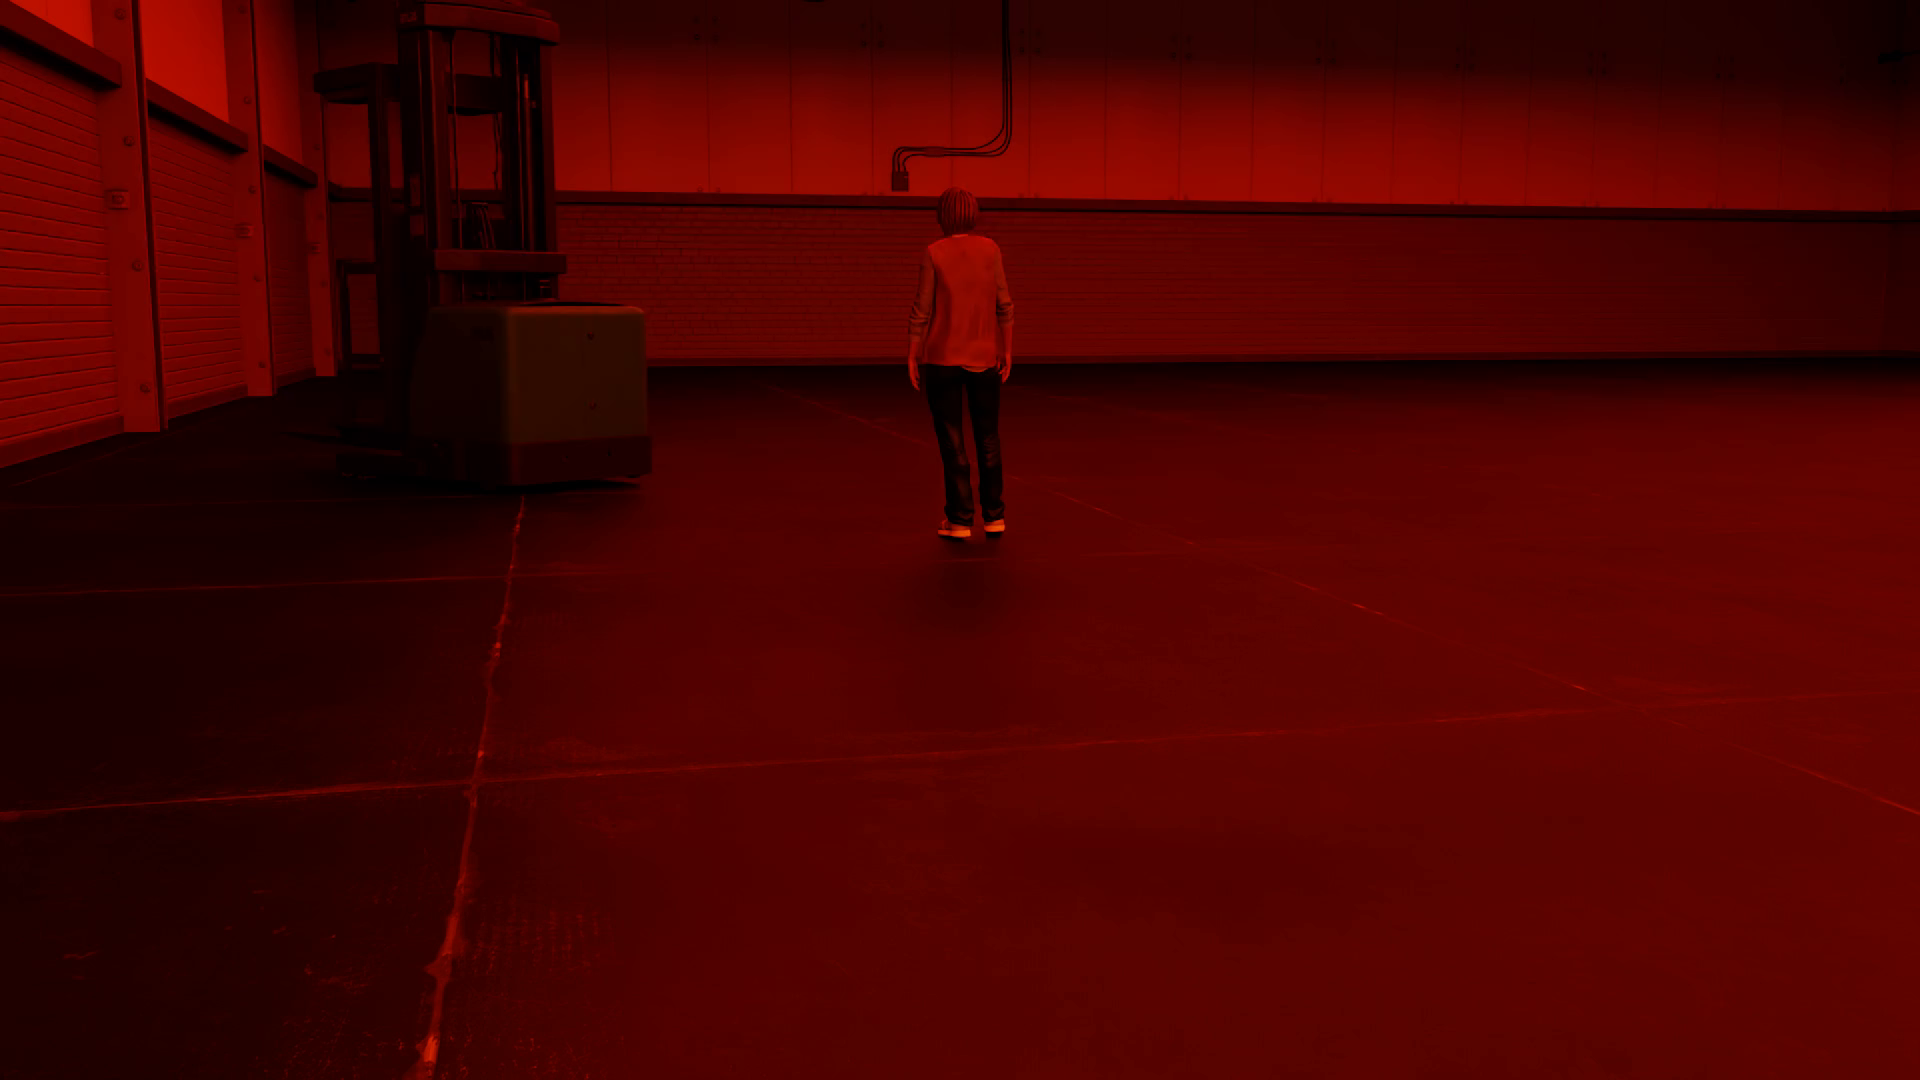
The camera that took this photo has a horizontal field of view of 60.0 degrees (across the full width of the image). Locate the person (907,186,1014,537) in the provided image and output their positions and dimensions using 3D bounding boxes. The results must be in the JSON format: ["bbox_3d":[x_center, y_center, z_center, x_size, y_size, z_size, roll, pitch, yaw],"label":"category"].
[{"bbox_3d":[-0.004,-0.807,7.671,0.521,1.595,0.473,-2,8,-13],"label":"person"}]

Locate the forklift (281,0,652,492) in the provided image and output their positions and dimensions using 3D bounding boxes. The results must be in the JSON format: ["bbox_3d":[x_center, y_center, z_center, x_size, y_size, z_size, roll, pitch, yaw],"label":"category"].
[{"bbox_3d":[-3.306,-1.872,10.502,3.031,2.935,1.130,7,11,41],"label":"forklift"}]
